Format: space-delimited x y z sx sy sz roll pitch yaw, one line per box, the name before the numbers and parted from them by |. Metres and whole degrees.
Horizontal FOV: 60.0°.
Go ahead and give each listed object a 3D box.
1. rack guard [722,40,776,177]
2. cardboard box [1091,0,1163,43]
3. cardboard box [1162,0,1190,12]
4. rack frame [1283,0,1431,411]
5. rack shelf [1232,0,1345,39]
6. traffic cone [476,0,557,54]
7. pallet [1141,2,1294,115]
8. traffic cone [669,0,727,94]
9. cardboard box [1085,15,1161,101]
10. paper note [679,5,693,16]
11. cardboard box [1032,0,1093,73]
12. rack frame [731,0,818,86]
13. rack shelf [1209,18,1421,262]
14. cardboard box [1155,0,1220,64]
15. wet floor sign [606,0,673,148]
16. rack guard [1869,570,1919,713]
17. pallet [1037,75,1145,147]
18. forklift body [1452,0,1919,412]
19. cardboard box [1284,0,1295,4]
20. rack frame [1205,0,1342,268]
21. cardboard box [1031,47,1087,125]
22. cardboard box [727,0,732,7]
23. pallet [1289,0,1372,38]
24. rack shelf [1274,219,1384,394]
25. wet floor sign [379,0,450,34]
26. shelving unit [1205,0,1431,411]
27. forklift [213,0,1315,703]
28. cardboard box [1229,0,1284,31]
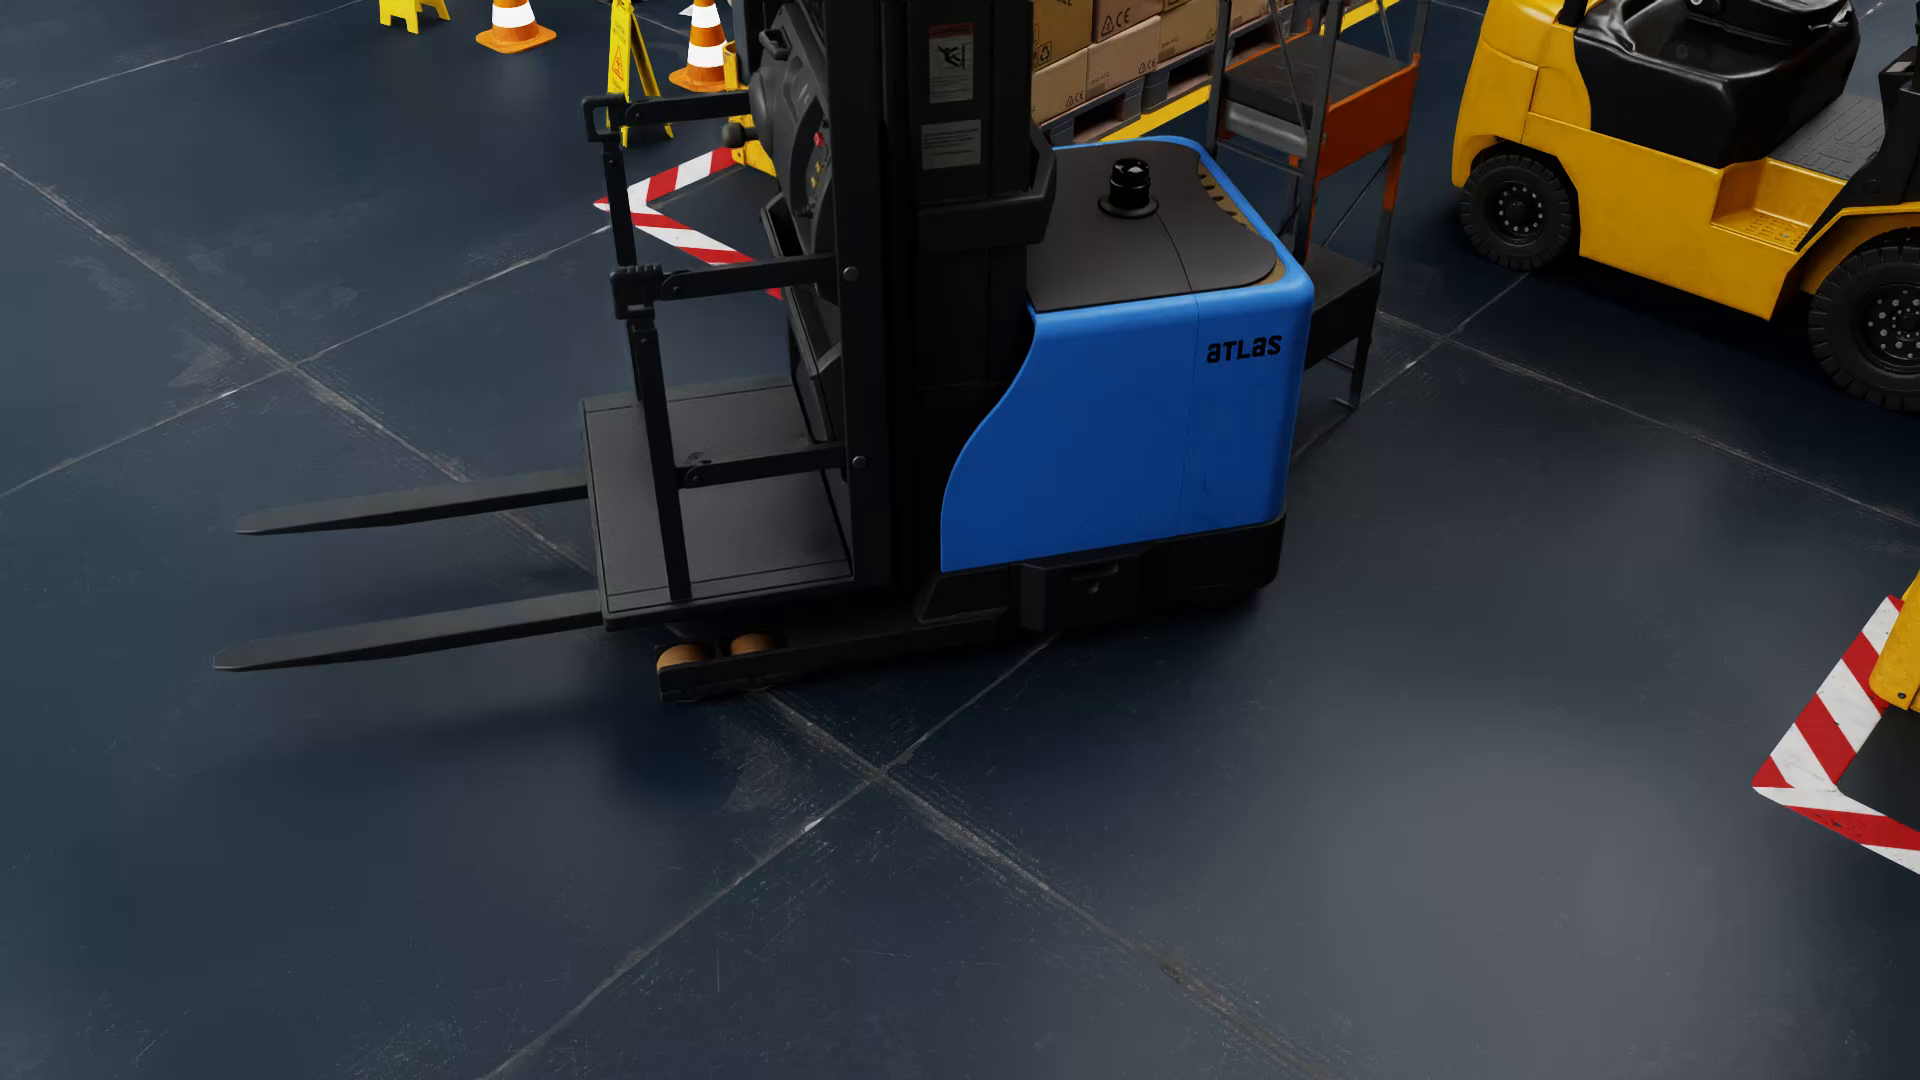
rack guard | -0.494 -1.734 7.029 1.175 0.500 0.348 30 47 32
cardboard box | 0.568 -2.566 7.337 0.500 0.500 0.500 28 46 30
cardboard box | 0.912 -2.793 7.622 0.500 0.500 0.500 31 48 33
rack frame | 1.247 -1.362 5.276 0.400 2.100 0.015 32 48 33
rack shelf | 1.075 -1.792 4.714 0.431 0.518 0.480 32 48 33
traffic cone | -2.256 -2.733 8.316 0.336 0.463 0.334 30 47 32
pallet | 0.903 -2.537 8.271 1.003 0.211 1.213 30 47 32
traffic cone | -1.208 -2.423 7.926 0.336 0.463 0.334 30 47 32
cardboard box | 0.553 -2.251 7.543 0.500 0.250 0.500 31 48 33
paper note | -1.377 -2.785 8.728 0.148 0.019 0.142 14 41 17
cardboard box | 0.218 -2.324 7.032 0.500 0.500 0.500 28 46 31
rack frame | -0.545 -2.677 6.207 1.000 3.000 0.127 30 47 32
rack shelf | 1.075 -1.244 5.149 0.431 0.518 0.480 32 48 33
cardboard box | 0.912 -2.507 7.865 0.500 0.250 0.500 -31 48 -33
wet floor sign | -1.463 -2.118 7.395 0.232 0.644 0.267 -18 42 -21
rack guard | 3.105 0.395 4.352 1.175 0.500 0.348 30 47 32
pallet | 0.080 -1.979 7.569 1.003 0.211 1.213 30 47 32
forklift body | 3.054 -1.900 5.911 2.313 2.155 1.214 30 47 32
cardboard box | 1.601 -2.970 8.446 0.500 0.250 0.500 28 46 31
rack frame | 0.903 -1.147 5.005 0.400 2.100 0.015 32 48 33
cardboard box | 0.203 -2.020 7.252 0.500 0.250 0.500 29 47 32
cardboard box | -1.153 -3.011 8.917 0.250 0.149 0.380 -11 40 -14
pallet | 1.726 -3.100 8.979 1.003 0.211 1.213 30 47 32
rack shelf | 1.075 -0.696 5.585 0.431 0.518 0.480 32 48 33
wet floor sign | -2.825 -2.943 8.433 0.267 0.644 0.232 22 43 25
shelving unit | 1.075 -1.255 5.141 0.431 2.100 0.503 32 48 33
forklift | -0.613 -1.054 4.220 3.031 2.935 1.130 -9 39 -11
cardboard box | 1.254 -2.738 8.155 0.500 0.250 0.500 30 48 32
